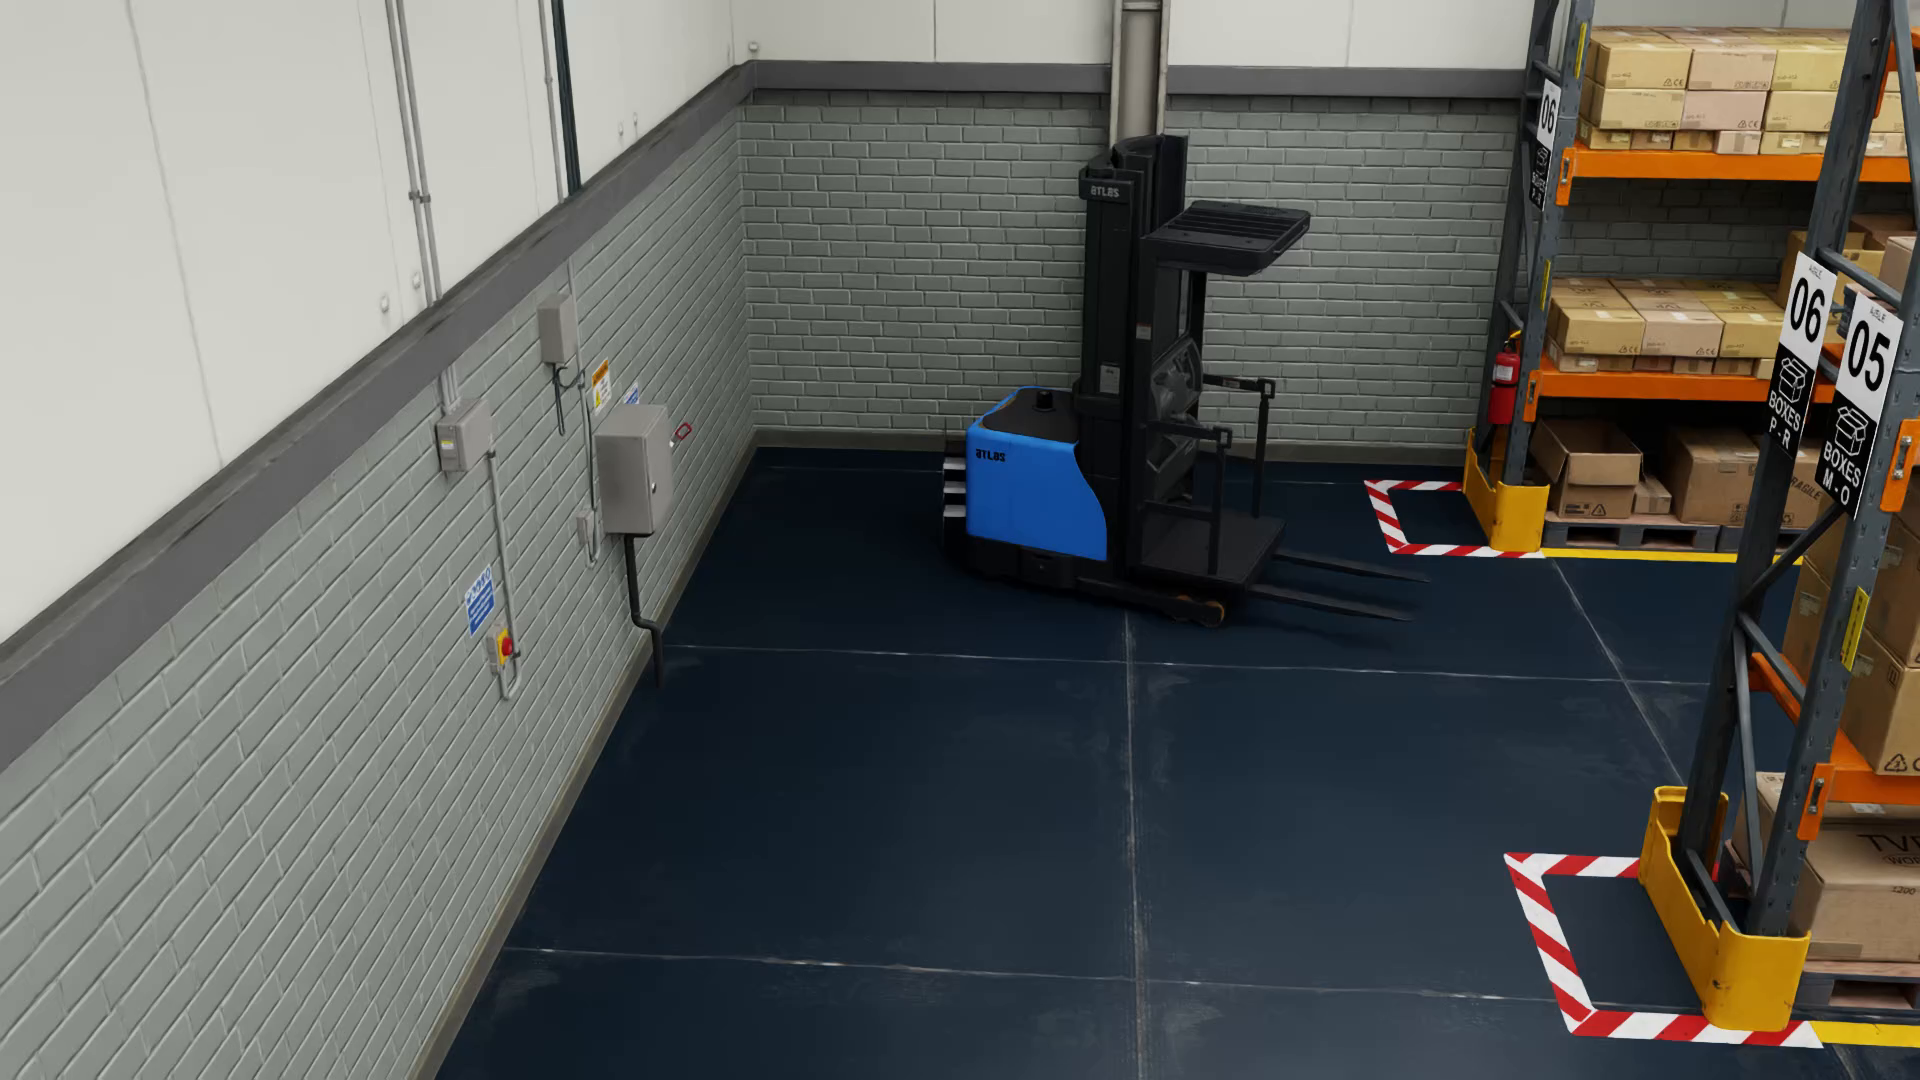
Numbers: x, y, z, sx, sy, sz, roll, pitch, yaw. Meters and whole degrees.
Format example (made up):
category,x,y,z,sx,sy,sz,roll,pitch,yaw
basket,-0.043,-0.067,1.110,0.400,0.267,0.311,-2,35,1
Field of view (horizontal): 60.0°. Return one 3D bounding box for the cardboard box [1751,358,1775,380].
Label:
category,x,y,z,sx,sy,sz,roll,pitch,yaw
cardboard box,5.500,-1.222,11.330,0.250,0.149,0.380,1,25,2

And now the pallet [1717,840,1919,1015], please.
category,x,y,z,sx,sy,sz,roll,pitch,yaw
pallet,4.340,1.805,7.785,1.213,0.211,1.003,2,25,4

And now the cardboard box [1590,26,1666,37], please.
category,x,y,z,sx,sy,sz,roll,pitch,yaw
cardboard box,4.377,-3.282,11.143,0.500,0.250,0.500,1,25,3

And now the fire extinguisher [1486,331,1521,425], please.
category,x,y,z,sx,sy,sz,roll,pitch,yaw
fire extinguisher,3.731,-1.131,11.369,0.183,0.674,0.296,2,25,4

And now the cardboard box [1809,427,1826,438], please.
category,x,y,z,sx,sy,sz,roll,pitch,yaw
cardboard box,6.400,-0.443,11.823,0.500,0.500,0.700,1,25,2

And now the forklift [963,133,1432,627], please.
category,x,y,z,sx,sy,sz,roll,pitch,yaw
forklift,1.582,-1.021,10.675,3.031,2.935,1.130,11,27,23

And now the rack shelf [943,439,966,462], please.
category,x,y,z,sx,sy,sz,roll,pitch,yaw
rack shelf,-0.008,-0.624,11.675,0.200,0.077,0.258,2,25,4

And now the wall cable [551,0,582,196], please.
category,x,y,z,sx,sy,sz,roll,pitch,yaw
wall cable,-1.845,-3.735,9.267,0.133,3.039,2.988,2,25,4

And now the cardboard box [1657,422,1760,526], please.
category,x,y,z,sx,sy,sz,roll,pitch,yaw
cardboard box,5.365,-0.476,11.895,0.500,0.500,0.700,3,25,6

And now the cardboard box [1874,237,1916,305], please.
category,x,y,z,sx,sy,sz,roll,pitch,yaw
cardboard box,3.992,-1.008,6.533,0.500,0.250,0.500,0,25,-1

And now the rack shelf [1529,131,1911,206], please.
category,x,y,z,sx,sy,sz,roll,pitch,yaw
rack shelf,5.907,-2.495,11.068,4.000,0.370,1.077,2,25,4

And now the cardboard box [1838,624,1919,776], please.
category,x,y,z,sx,sy,sz,roll,pitch,yaw
cardboard box,3.993,0.635,6.873,0.500,0.500,0.500,2,25,4

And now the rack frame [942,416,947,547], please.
category,x,y,z,sx,sy,sz,roll,pitch,yaw
rack frame,-0.109,-0.412,11.781,0.006,0.900,0.240,2,25,4

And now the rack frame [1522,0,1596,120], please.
category,x,y,z,sx,sy,sz,roll,pitch,yaw
rack frame,3.913,-4.249,10.429,0.127,3.000,1.000,2,25,4

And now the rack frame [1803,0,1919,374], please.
category,x,y,z,sx,sy,sz,roll,pitch,yaw
rack frame,3.537,-2.180,5.933,0.127,3.000,1.000,2,25,4

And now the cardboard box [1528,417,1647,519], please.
category,x,y,z,sx,sy,sz,roll,pitch,yaw
cardboard box,4.515,-0.521,11.989,0.637,0.503,0.797,1,25,2

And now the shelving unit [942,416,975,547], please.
category,x,y,z,sx,sy,sz,roll,pitch,yaw
shelving unit,-0.008,-0.409,11.774,0.210,0.900,0.258,2,25,4

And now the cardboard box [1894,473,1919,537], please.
category,x,y,z,sx,sy,sz,roll,pitch,yaw
cardboard box,3.869,-0.122,6.546,0.250,0.149,0.380,2,25,5

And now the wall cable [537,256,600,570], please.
category,x,y,z,sx,sy,sz,roll,pitch,yaw
wall cable,-1.990,-0.678,8.631,0.122,1.984,0.588,2,25,4

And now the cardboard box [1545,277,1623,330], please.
category,x,y,z,sx,sy,sz,roll,pitch,yaw
cardboard box,4.392,-1.686,11.861,0.500,0.250,0.500,3,25,6

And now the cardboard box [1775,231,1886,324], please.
category,x,y,z,sx,sy,sz,roll,pitch,yaw
cardboard box,5.840,-1.756,11.116,0.500,0.500,0.500,2,25,5

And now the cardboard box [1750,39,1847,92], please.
category,x,y,z,sx,sy,sz,roll,pitch,yaw
cardboard box,5.344,-3.027,10.588,0.500,0.250,0.500,1,25,3

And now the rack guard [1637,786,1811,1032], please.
category,x,y,z,sx,sy,sz,roll,pitch,yaw
rack guard,3.513,1.680,7.711,0.348,0.500,1.175,2,25,4

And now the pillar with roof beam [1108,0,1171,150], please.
category,x,y,z,sx,sy,sz,roll,pitch,yaw
pillar with roof beam,0.964,-2.916,7.534,0.400,9.000,9.100,2,25,4

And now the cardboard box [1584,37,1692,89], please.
category,x,y,z,sx,sy,sz,roll,pitch,yaw
cardboard box,4.336,-3.061,10.663,0.500,0.250,0.500,2,25,3

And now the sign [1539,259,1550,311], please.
category,x,y,z,sx,sy,sz,roll,pitch,yaw
sign,3.871,-1.690,11.011,0.005,0.325,0.100,2,25,4

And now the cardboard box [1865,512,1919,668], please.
category,x,y,z,sx,sy,sz,roll,pitch,yaw
cardboard box,3.993,0.180,6.666,0.500,0.500,0.500,1,25,3

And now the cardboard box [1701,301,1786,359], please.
category,x,y,z,sx,sy,sz,roll,pitch,yaw
cardboard box,5.353,-1.433,11.310,0.500,0.250,0.500,1,25,3

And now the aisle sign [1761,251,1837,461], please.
category,x,y,z,sx,sy,sz,roll,pitch,yaw
aisle sign,3.489,-0.767,6.929,0.004,0.787,0.394,2,25,4

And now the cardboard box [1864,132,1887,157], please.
category,x,y,z,sx,sy,sz,roll,pitch,yaw
cardboard box,5.734,-2.575,10.681,0.250,0.149,0.380,2,25,4

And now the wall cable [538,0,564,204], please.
category,x,y,z,sx,sy,sz,roll,pitch,yaw
wall cable,-2.096,-2.558,6.754,0.029,3.000,2.355,2,25,4

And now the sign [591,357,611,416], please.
category,x,y,z,sx,sy,sz,roll,pitch,yaw
sign,-1.992,-0.855,9.242,0.001,0.242,0.339,2,25,4

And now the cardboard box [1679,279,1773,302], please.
category,x,y,z,sx,sy,sz,roll,pitch,yaw
cardboard box,5.399,-1.651,11.785,0.500,0.250,0.500,3,25,6

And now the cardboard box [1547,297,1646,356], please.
category,x,y,z,sx,sy,sz,roll,pitch,yaw
cardboard box,4.345,-1.463,11.377,0.500,0.250,0.500,2,25,4

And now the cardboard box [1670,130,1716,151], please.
category,x,y,z,sx,sy,sz,roll,pitch,yaw
cardboard box,4.731,-2.652,10.848,0.250,0.149,0.380,2,25,4

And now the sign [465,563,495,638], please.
category,x,y,z,sx,sy,sz,roll,pitch,yaw
sign,-2.152,0.270,7.462,0.001,0.218,0.327,2,25,4

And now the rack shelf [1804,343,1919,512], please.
category,x,y,z,sx,sy,sz,roll,pitch,yaw
rack shelf,5.531,-0.426,6.571,4.000,0.370,1.077,2,25,4

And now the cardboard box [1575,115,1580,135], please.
category,x,y,z,sx,sy,sz,roll,pitch,yaw
cardboard box,4.250,-2.858,11.296,0.250,0.149,0.380,2,25,5

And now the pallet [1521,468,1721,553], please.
category,x,y,z,sx,sy,sz,roll,pitch,yaw
pallet,4.784,-0.229,12.206,1.213,0.211,1.003,2,25,4

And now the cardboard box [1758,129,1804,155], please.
category,x,y,z,sx,sy,sz,roll,pitch,yaw
cardboard box,5.233,-2.596,10.726,0.250,0.149,0.380,2,25,4

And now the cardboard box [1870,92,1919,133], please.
category,x,y,z,sx,sy,sz,roll,pitch,yaw
cardboard box,5.870,-2.789,10.668,0.500,0.250,0.500,1,25,3

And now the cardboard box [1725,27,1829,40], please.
category,x,y,z,sx,sy,sz,roll,pitch,yaw
cardboard box,5.411,-3.253,11.080,0.500,0.250,0.500,2,25,5

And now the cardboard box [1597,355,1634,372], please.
category,x,y,z,sx,sy,sz,roll,pitch,yaw
cardboard box,4.477,-1.295,11.489,0.250,0.149,0.380,2,25,5

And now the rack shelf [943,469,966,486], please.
category,x,y,z,sx,sy,sz,roll,pitch,yaw
rack shelf,-0.008,-0.461,11.750,0.200,0.077,0.258,2,25,4

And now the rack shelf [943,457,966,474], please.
category,x,y,z,sx,sy,sz,roll,pitch,yaw
rack shelf,-0.008,-0.542,11.713,0.200,0.077,0.258,2,25,4

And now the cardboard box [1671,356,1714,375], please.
category,x,y,z,sx,sy,sz,roll,pitch,yaw
cardboard box,4.989,-1.268,11.429,0.250,0.149,0.380,3,25,6

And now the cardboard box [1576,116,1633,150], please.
category,x,y,z,sx,sy,sz,roll,pitch,yaw
cardboard box,4.213,-2.665,10.876,0.250,0.149,0.380,2,25,5

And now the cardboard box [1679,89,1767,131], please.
category,x,y,z,sx,sy,sz,roll,pitch,yaw
cardboard box,4.843,-2.817,10.730,0.500,0.250,0.500,2,25,5
